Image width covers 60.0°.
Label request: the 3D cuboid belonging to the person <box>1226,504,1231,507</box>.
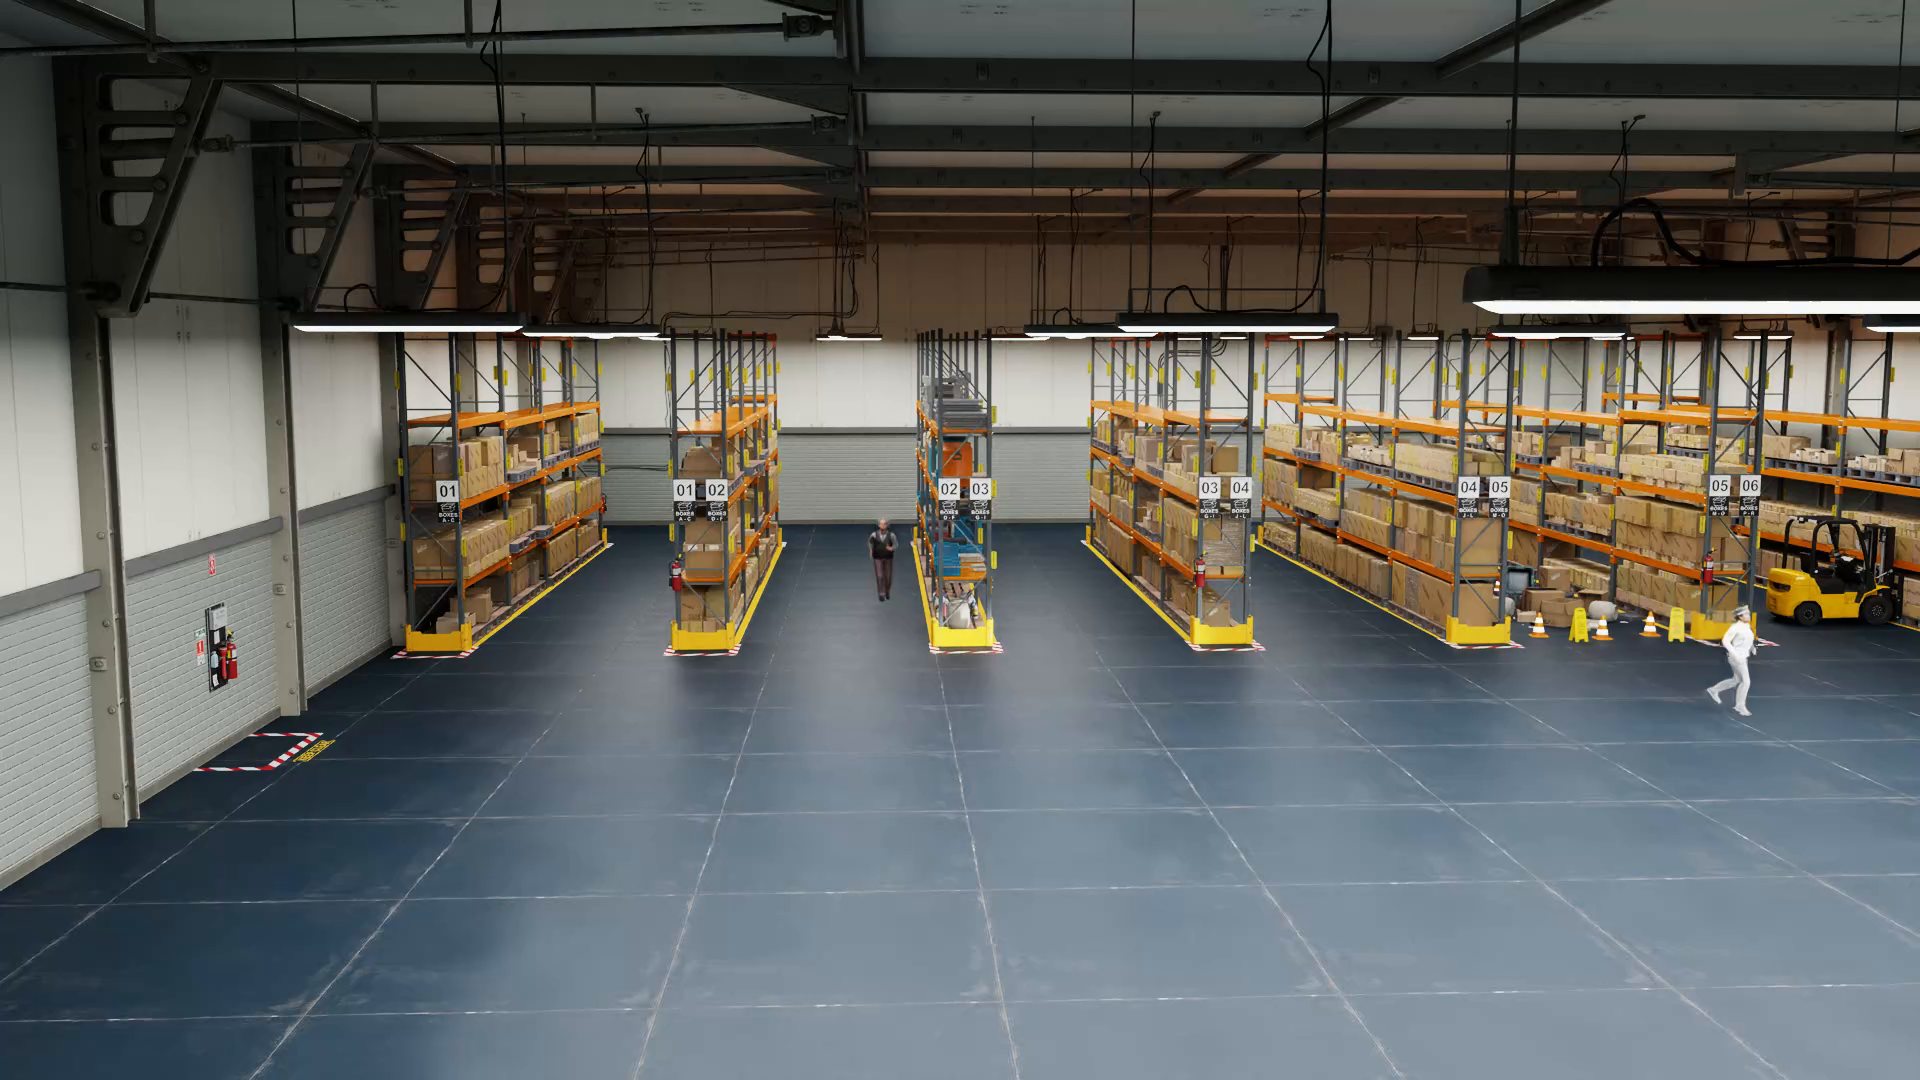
[{"bbox_3d":[7.424,-0.634,46.238,0.664,1.771,0.883,0,7,4],"label":"person"}]

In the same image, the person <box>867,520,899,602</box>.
[{"bbox_3d":[-1.632,0.435,35.296,0.668,1.732,0.834,0,7,-4],"label":"person"}]

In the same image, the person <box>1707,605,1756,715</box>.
[{"bbox_3d":[12.056,1.852,25.933,0.709,1.738,0.622,7,9,44],"label":"person"}]
